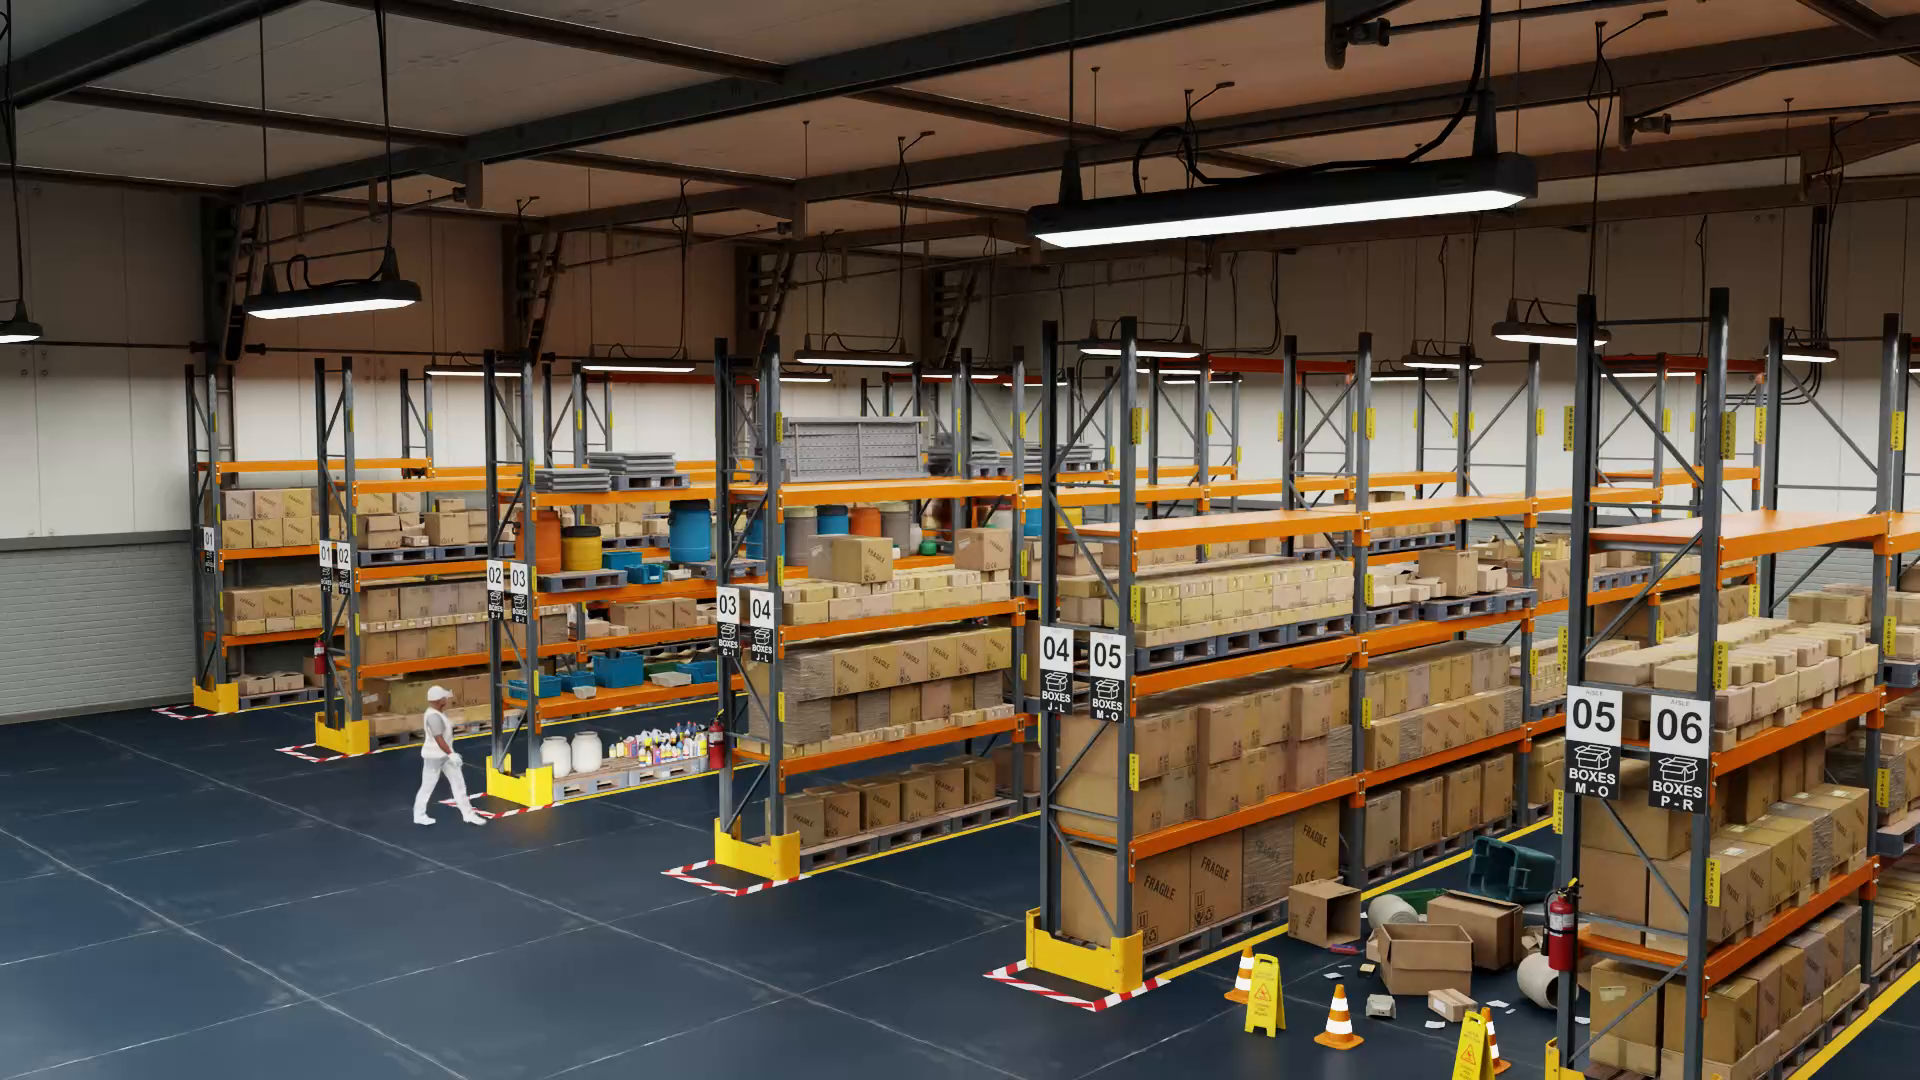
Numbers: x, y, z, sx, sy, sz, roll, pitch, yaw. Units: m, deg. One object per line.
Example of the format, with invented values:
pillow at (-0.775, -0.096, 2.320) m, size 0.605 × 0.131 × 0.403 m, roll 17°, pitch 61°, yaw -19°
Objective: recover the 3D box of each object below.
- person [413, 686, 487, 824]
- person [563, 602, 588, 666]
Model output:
person at (-6.397, 2.683, 20.662) m, size 0.899 × 1.756 × 0.498 m, roll 1°, pitch 4°, yaw 12°
person at (-7.362, 1.865, 31.777) m, size 0.605 × 1.776 × 0.682 m, roll -1°, pitch 5°, yaw -16°
